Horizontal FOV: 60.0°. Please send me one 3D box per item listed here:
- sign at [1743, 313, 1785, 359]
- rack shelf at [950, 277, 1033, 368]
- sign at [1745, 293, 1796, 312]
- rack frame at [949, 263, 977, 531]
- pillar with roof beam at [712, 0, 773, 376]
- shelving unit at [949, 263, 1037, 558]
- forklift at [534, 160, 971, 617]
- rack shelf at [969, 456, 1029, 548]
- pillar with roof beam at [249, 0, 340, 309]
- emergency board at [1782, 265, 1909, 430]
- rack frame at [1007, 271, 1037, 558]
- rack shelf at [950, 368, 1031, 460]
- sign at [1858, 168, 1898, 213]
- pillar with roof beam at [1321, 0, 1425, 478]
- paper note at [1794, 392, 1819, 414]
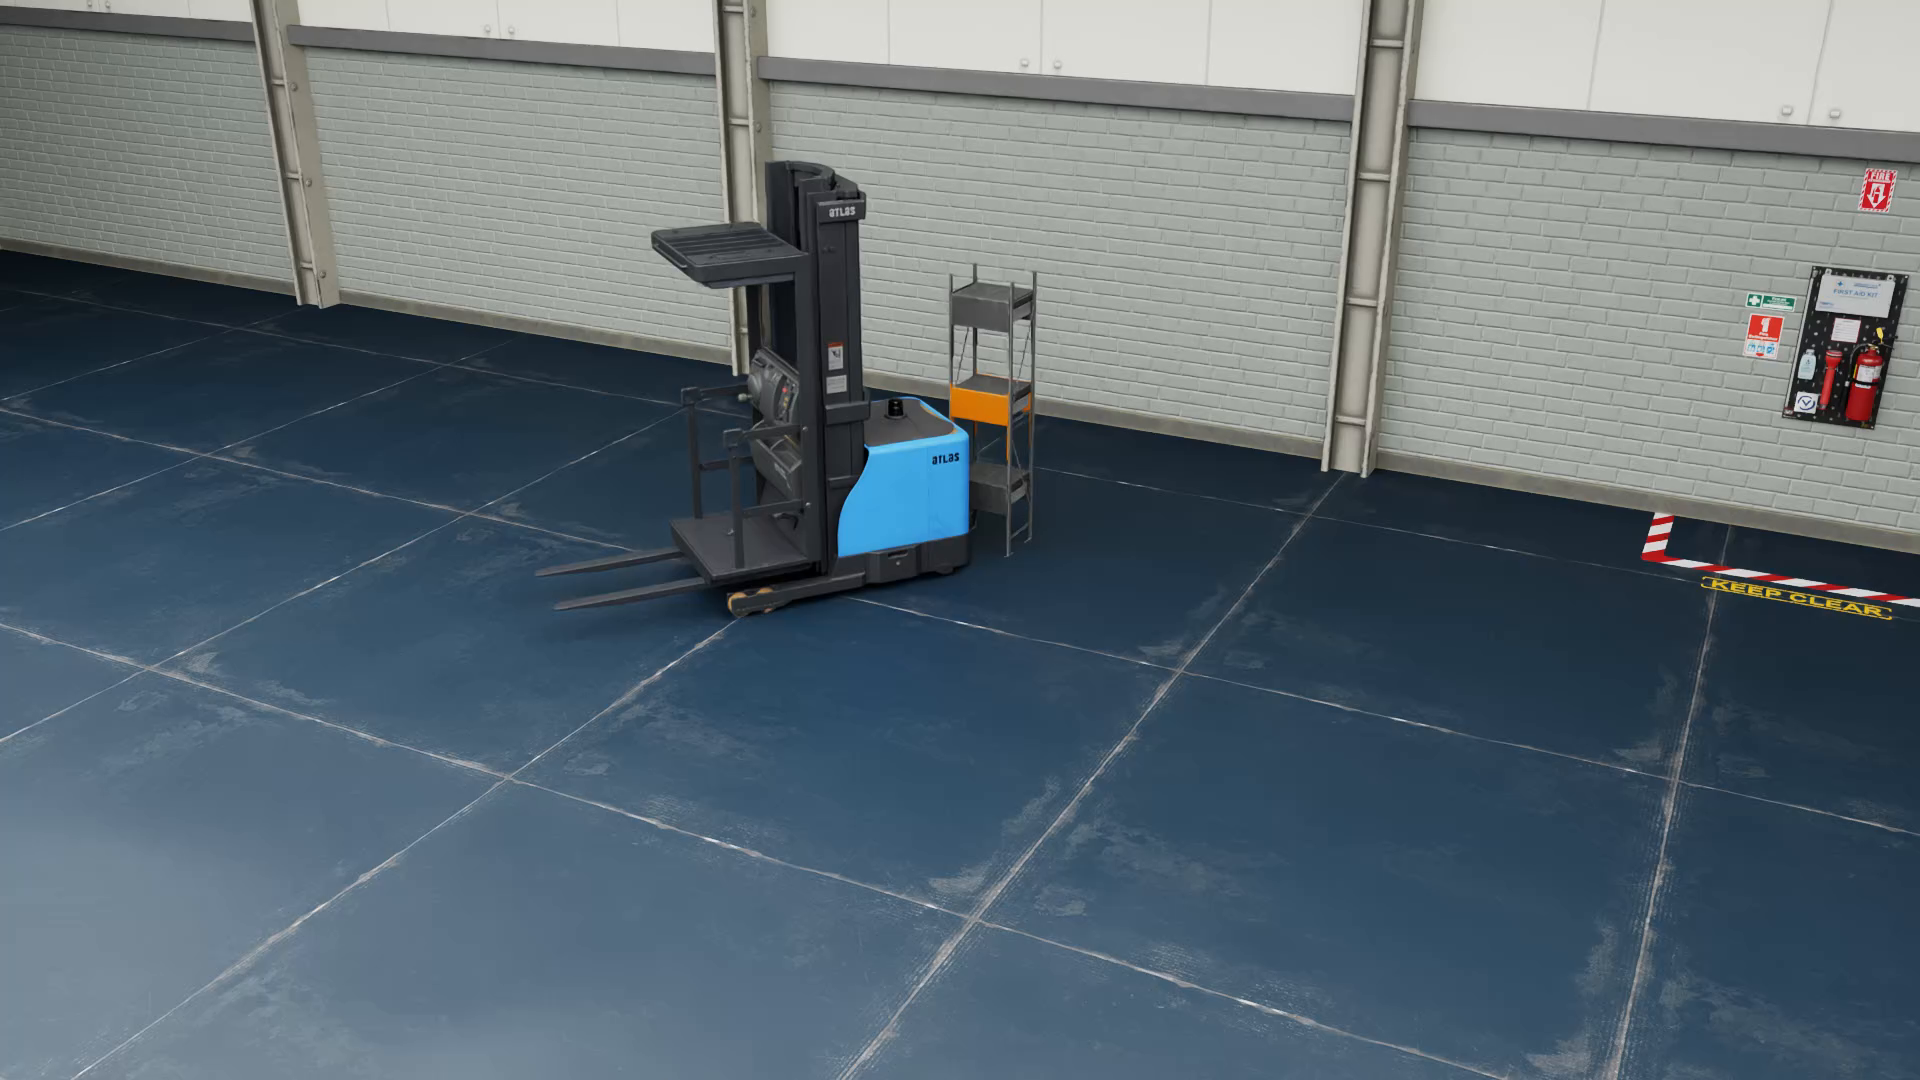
[{"bbox_3d":[6.039,-1.532,12.500,0.234,0.329,0.001,11,25,25],"label":"sign"},{"bbox_3d":[0.237,-1.581,12.057,0.480,0.518,0.431,12,26,26],"label":"rack shelf"},{"bbox_3d":[6.039,-1.772,12.387,0.331,0.109,0.001,11,25,25],"label":"sign"},{"bbox_3d":[0.023,-0.995,12.433,0.015,2.100,0.400,12,26,26],"label":"rack frame"},{"bbox_3d":[-3.977,-4.308,11.408,0.400,9.000,9.100,11,25,25],"label":"pillar with roof beam"},{"bbox_3d":[0.237,-0.949,12.326,0.503,2.100,0.431,12,26,26],"label":"shelving unit"},{"bbox_3d":[-1.478,-1.049,11.498,3.031,2.935,1.130,-10,25,-23],"label":"forklift"},{"bbox_3d":[0.237,-0.293,12.605,0.480,0.518,0.431,12,26,26],"label":"rack shelf"},{"bbox_3d":[-9.332,-5.368,13.899,0.400,9.000,9.100,11,25,25],"label":"pillar with roof beam"},{"bbox_3d":[6.486,-1.382,12.192,0.643,1.169,0.194,11,25,25],"label":"emergency board"},{"bbox_3d":[0.452,-0.904,12.219,0.015,2.100,0.400,12,26,26],"label":"rack frame"},{"bbox_3d":[0.237,-0.937,12.331,0.480,0.518,0.431,12,26,26],"label":"rack shelf"},{"bbox_3d":[6.524,-2.485,11.824,0.199,0.298,0.001,11,25,25],"label":"sign"},{"bbox_3d":[1.377,-3.249,8.917,0.400,9.000,9.100,11,25,25],"label":"pillar with roof beam"},{"bbox_3d":[6.359,-1.032,12.495,0.142,0.148,0.016,11,25,25],"label":"paper note"}]
